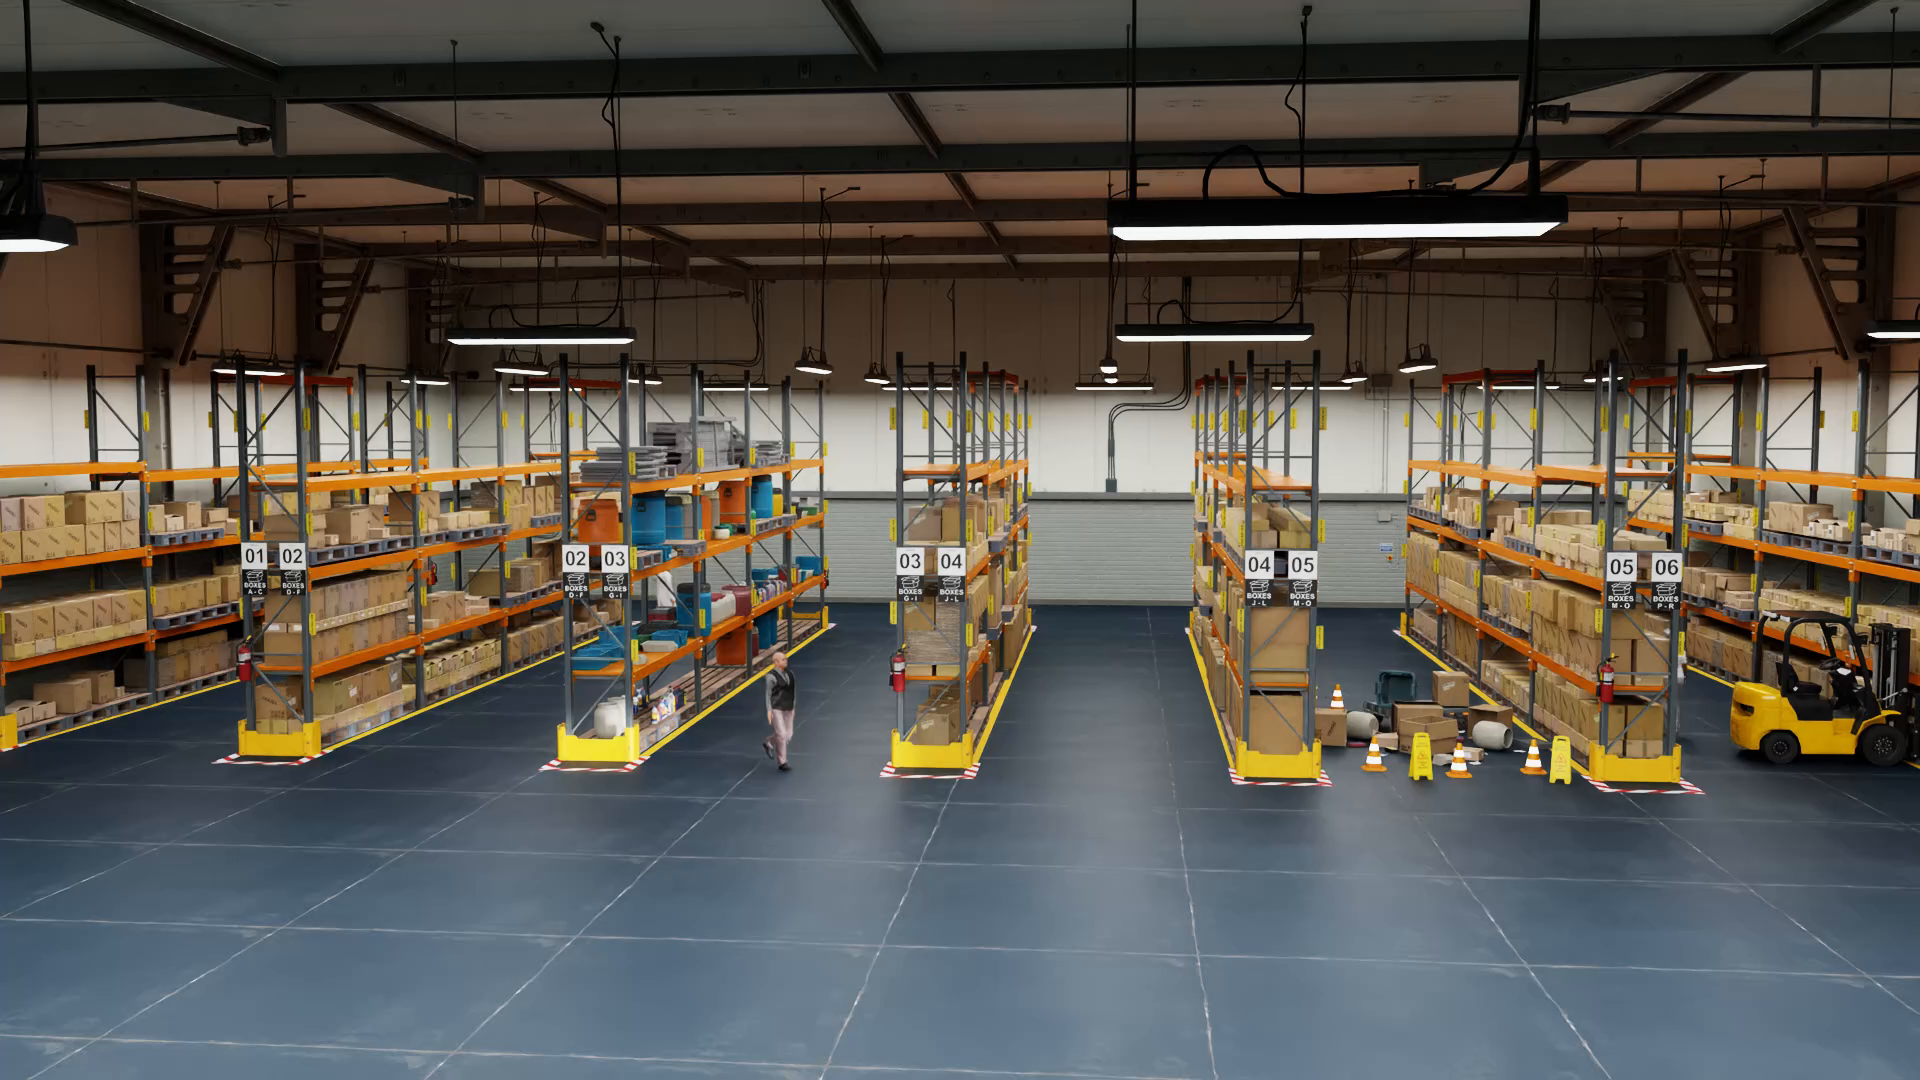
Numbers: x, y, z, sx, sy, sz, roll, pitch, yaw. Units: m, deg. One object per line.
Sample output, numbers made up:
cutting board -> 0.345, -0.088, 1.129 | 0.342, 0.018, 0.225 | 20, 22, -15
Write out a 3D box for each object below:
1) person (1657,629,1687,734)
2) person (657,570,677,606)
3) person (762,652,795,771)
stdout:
person -> 11.494, 2.285, 26.781 | 0.518, 1.660, 0.595 | -1, 4, -10
person -> -6.812, 1.385, 38.544 | 0.450, 1.814, 0.675 | -3, 5, -37
person -> -2.624, 2.446, 24.007 | 0.820, 1.691, 0.540 | 4, 6, 45
